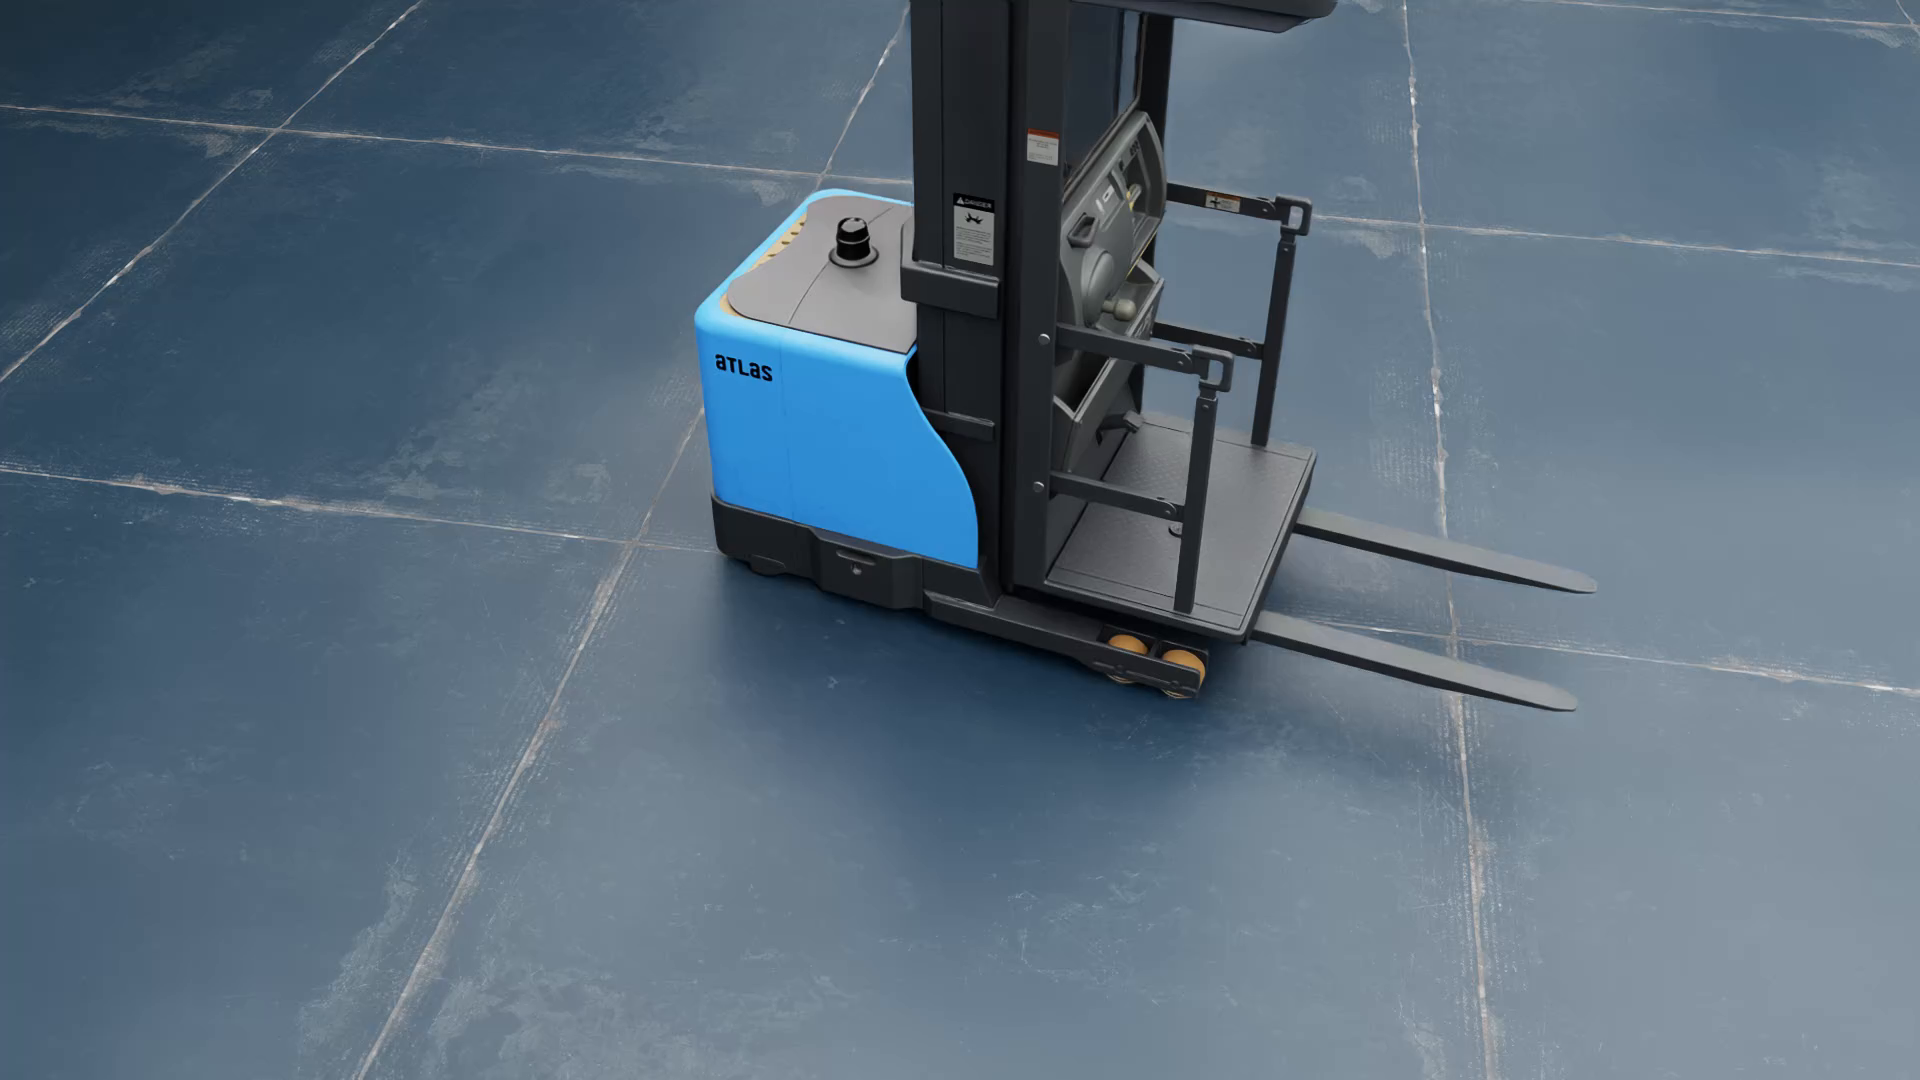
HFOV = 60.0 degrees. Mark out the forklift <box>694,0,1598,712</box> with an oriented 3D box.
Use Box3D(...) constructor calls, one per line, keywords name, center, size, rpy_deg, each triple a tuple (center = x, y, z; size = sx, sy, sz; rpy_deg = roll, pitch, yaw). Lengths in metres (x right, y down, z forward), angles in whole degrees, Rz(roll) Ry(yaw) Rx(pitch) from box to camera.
Box3D(name="forklift", center=(0.668, -0.982, 5.137), size=(3.031, 2.935, 1.130), rpy_deg=(15, 42, 17))
